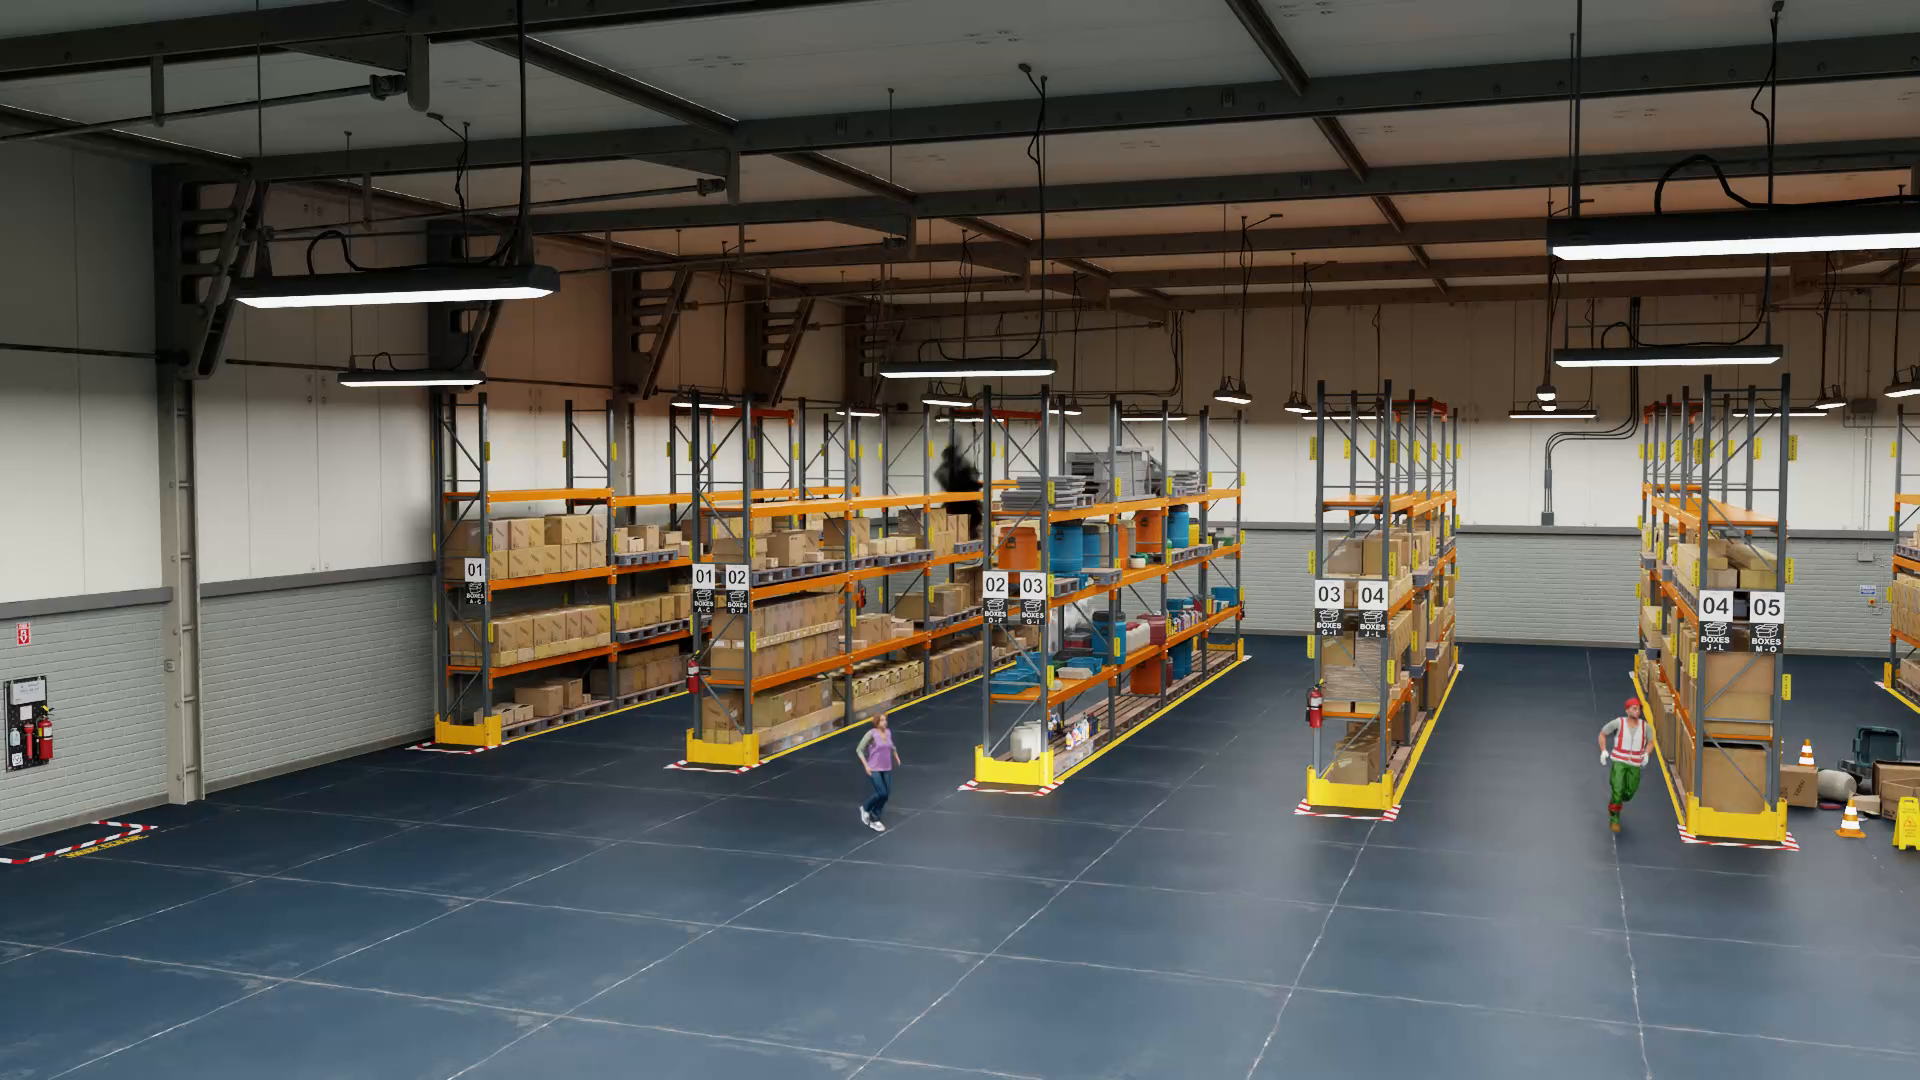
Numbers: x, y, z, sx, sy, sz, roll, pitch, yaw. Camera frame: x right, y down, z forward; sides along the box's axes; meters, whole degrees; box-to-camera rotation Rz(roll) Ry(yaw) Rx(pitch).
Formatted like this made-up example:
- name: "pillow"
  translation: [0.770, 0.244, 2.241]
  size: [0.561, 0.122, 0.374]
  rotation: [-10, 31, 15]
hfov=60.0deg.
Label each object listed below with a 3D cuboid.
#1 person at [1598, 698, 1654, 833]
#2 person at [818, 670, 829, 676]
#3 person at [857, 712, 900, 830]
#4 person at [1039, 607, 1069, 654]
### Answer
- name: "person"
  translation: [8.866, 2.972, 22.140]
  size: [0.709, 1.756, 0.726]
  rotation: [0, 3, 8]
- name: "person"
  translation: [-2.803, 2.324, 33.747]
  size: [0.659, 1.738, 0.966]
  rotation: [1, 3, 11]
- name: "person"
  translation: [-1.053, 3.053, 21.976]
  size: [0.549, 1.569, 0.532]
  rotation: [-3, 4, -43]
- name: "person"
  translation: [2.039, 2.194, 36.189]
  size: [0.669, 1.846, 0.828]
  rotation: [0, 3, 8]
